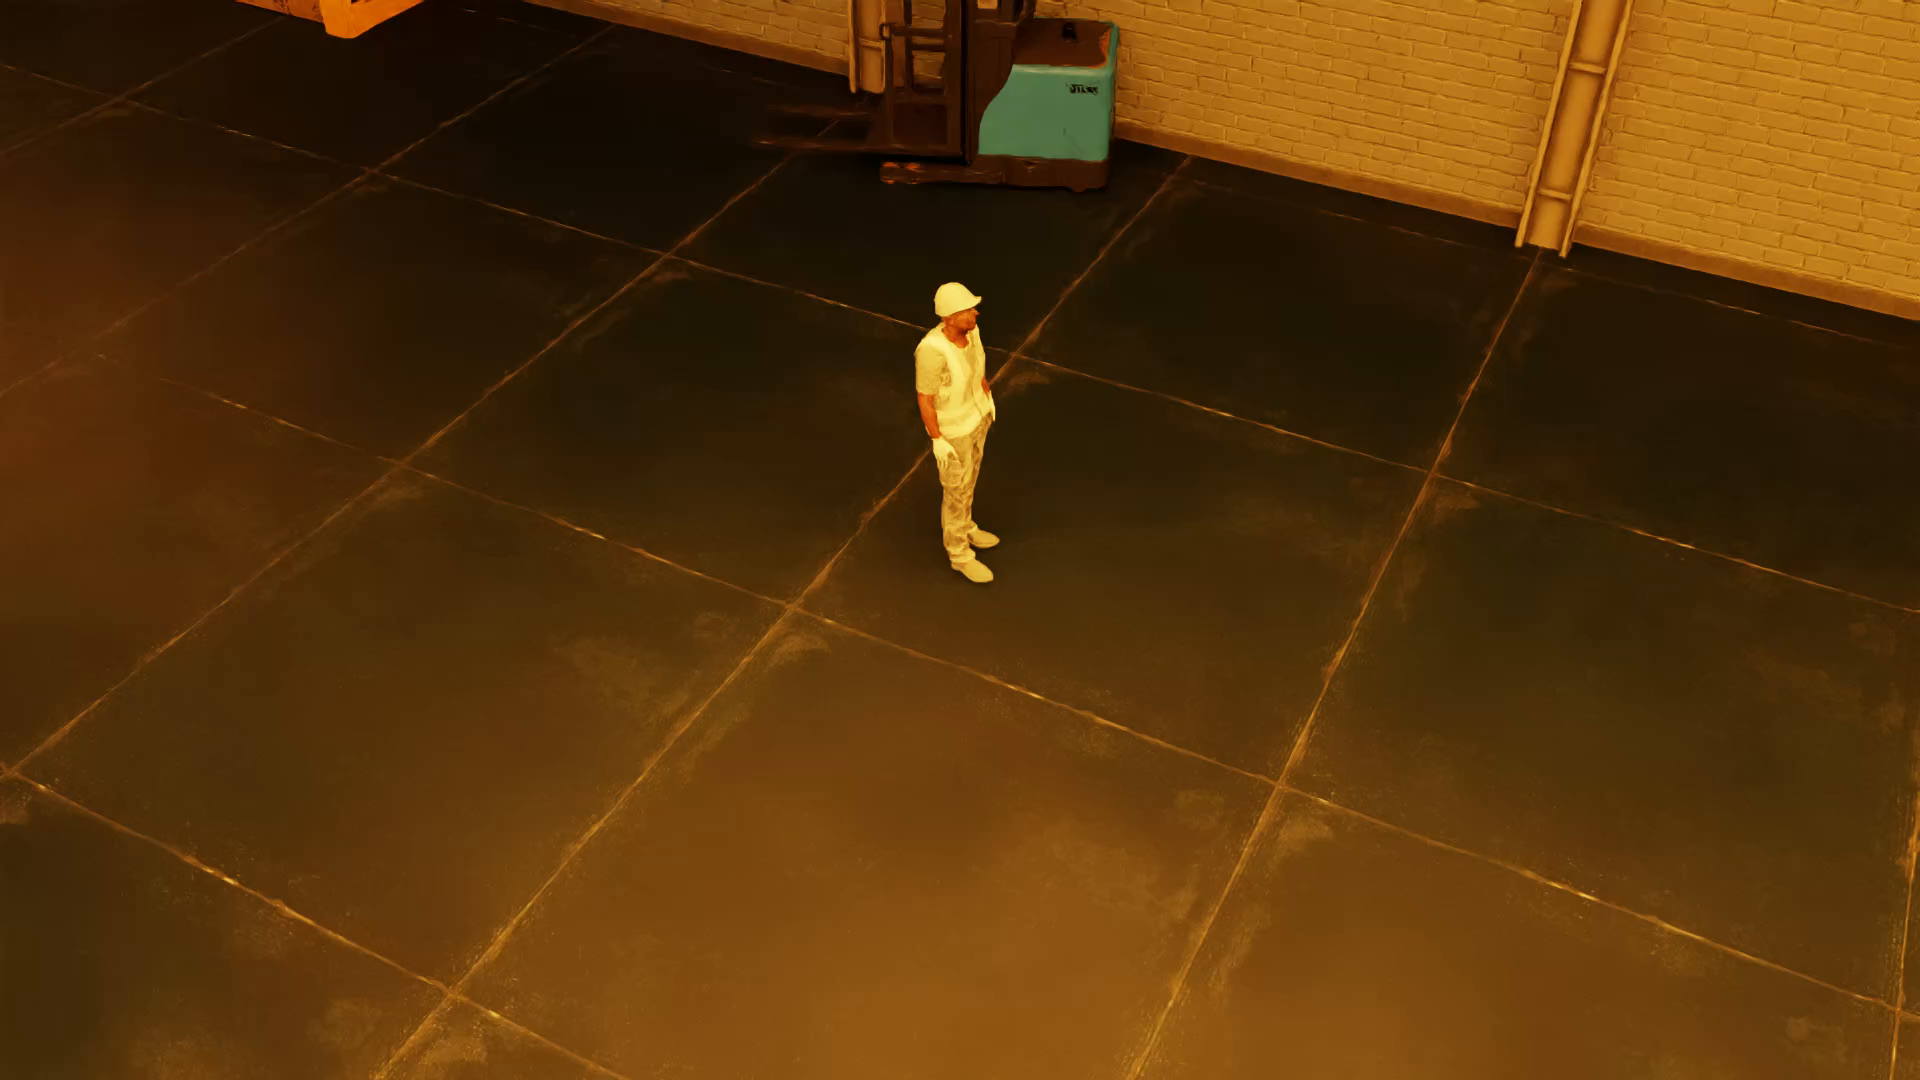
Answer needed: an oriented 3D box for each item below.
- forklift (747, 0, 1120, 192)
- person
[{"bbox_3d":[-0.234,-4.386,13.195,3.031,2.935,1.130,5,40,6],"label":"forklift"},{"bbox_3d":[0.060,-0.661,9.652,0.576,1.782,0.655,18,43,21],"label":"person"}]
